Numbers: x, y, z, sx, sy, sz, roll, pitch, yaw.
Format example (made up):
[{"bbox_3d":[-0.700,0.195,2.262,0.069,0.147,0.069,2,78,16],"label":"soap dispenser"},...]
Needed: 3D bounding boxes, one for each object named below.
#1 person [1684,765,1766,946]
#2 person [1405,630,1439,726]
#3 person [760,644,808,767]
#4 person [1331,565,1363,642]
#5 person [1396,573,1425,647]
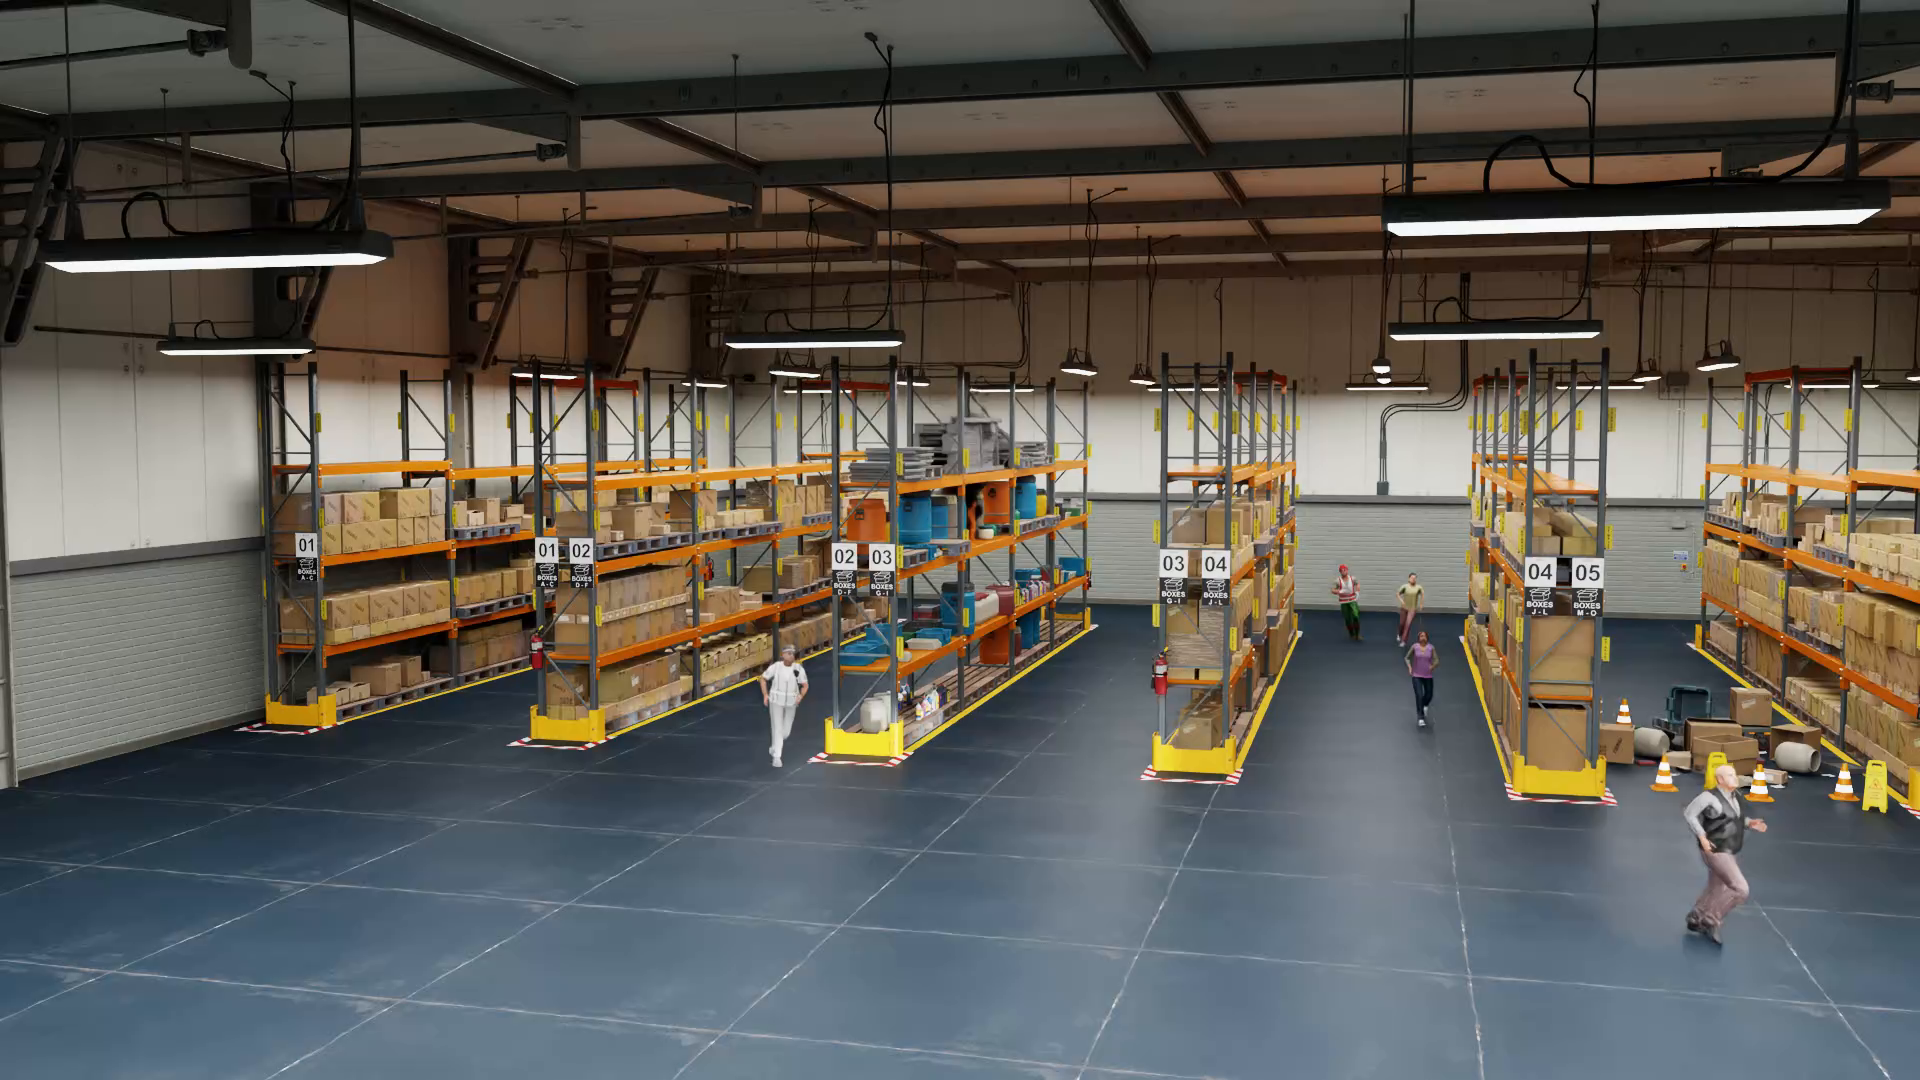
[{"bbox_3d":[7.381,3.030,16.041,0.631,1.738,0.704,-3,5,-41],"label":"person"},{"bbox_3d":[7.676,2.275,27.649,0.546,1.561,0.743,1,4,10],"label":"person"},{"bbox_3d":[-2.589,2.415,24.596,0.701,1.763,0.761,-1,4,-17],"label":"person"},{"bbox_3d":[8.900,1.434,38.257,0.716,1.751,0.672,1,4,9],"label":"person"},{"bbox_3d":[10.100,1.553,37.318,0.628,1.635,0.898,1,4,18],"label":"person"}]
